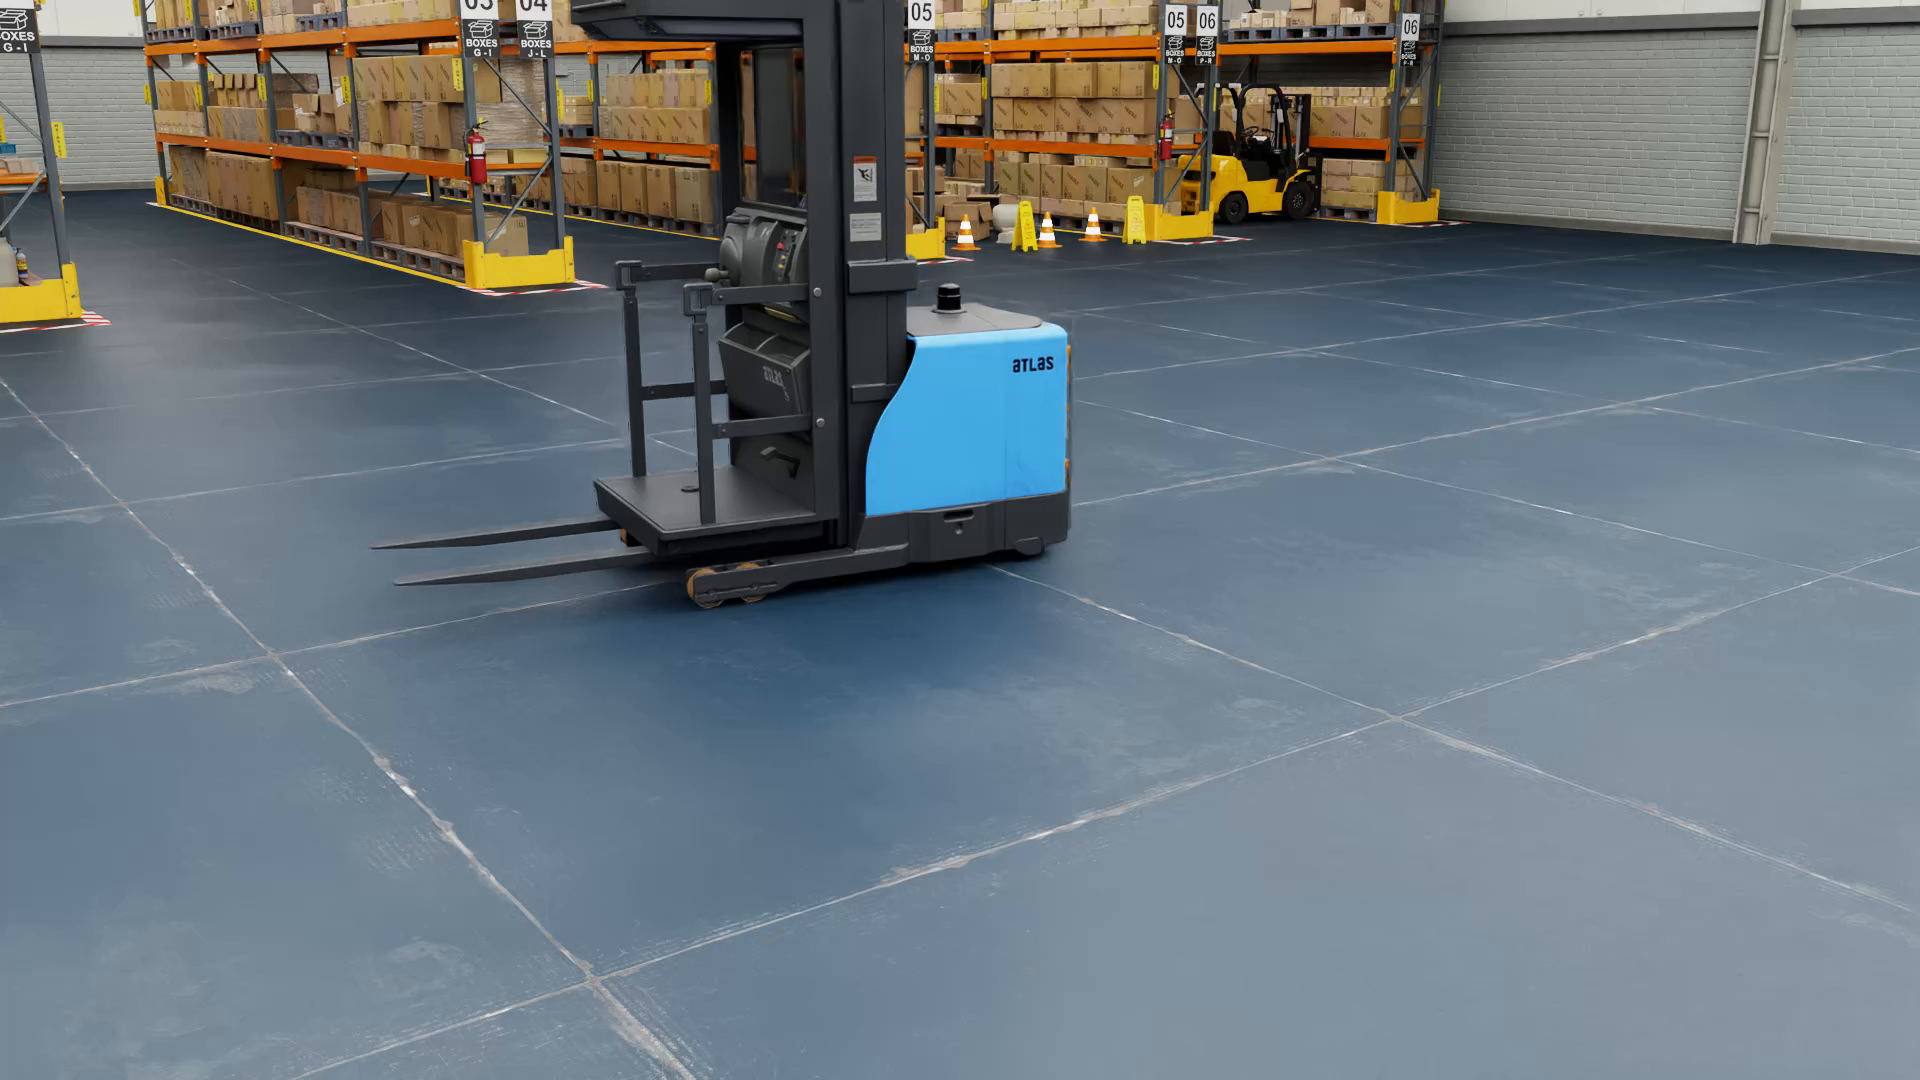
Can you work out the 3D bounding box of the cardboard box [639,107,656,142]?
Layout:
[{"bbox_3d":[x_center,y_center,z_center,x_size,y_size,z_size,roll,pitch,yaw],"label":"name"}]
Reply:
[{"bbox_3d":[-4.527,-6.318,25.288,0.500,0.500,0.500,-11,19,-35],"label":"cardboard box"}]

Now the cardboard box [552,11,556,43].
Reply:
[{"bbox_3d":[-6.597,-8.520,27.650,0.500,0.500,0.500,-11,19,-35],"label":"cardboard box"}]

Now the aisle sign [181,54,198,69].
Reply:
[{"bbox_3d":[-14.036,-9.006,30.373,0.394,0.787,0.004,-11,19,-35],"label":"aisle sign"}]

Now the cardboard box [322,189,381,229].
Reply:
[{"bbox_3d":[-8.447,-4.612,23.145,0.700,0.500,0.500,-9,18,-30],"label":"cardboard box"}]

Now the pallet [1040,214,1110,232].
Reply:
[{"bbox_3d":[1.980,-4.922,25.660,1.003,0.211,1.213,-11,19,-35],"label":"pallet"}]

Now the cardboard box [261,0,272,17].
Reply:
[{"bbox_3d":[-9.464,-7.577,23.261,0.500,0.500,0.500,-11,19,-34],"label":"cardboard box"}]

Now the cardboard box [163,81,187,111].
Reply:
[{"bbox_3d":[-13.569,-7.762,29.053,0.500,0.500,0.500,-11,19,-36],"label":"cardboard box"}]

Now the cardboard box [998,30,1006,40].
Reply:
[{"bbox_3d":[0.820,-7.886,25.999,0.380,0.149,0.250,-11,19,-35],"label":"cardboard box"}]

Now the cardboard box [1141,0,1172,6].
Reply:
[{"bbox_3d":[2.750,-7.548,23.256,0.380,0.149,0.250,-11,19,-34],"label":"cardboard box"}]

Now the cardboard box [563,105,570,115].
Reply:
[{"bbox_3d":[-6.278,-7.046,27.256,0.380,0.149,0.250,-10,18,-32],"label":"cardboard box"}]

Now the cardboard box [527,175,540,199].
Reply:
[{"bbox_3d":[-7.280,-6.269,29.239,0.500,0.500,0.500,-10,18,-32],"label":"cardboard box"}]

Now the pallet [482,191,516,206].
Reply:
[{"bbox_3d":[-8.236,-6.377,30.976,1.003,0.211,1.213,-11,19,-35],"label":"pallet"}]

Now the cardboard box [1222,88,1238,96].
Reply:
[{"bbox_3d":[4.796,-7.827,29.011,0.380,0.149,0.250,-10,18,-33],"label":"cardboard box"}]

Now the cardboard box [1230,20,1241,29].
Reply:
[{"bbox_3d":[4.867,-8.870,28.612,0.380,0.149,0.250,-10,18,-33],"label":"cardboard box"}]

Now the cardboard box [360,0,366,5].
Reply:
[{"bbox_3d":[-7.027,-6.531,20.102,0.380,0.149,0.250,-12,19,-37],"label":"cardboard box"}]

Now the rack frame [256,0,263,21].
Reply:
[{"bbox_3d":[-9.532,-8.875,23.457,1.000,3.000,0.127,-11,19,-35],"label":"rack frame"}]

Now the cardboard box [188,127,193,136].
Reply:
[{"bbox_3d":[-12.782,-6.894,28.057,0.380,0.149,0.250,-10,18,-34],"label":"cardboard box"}]

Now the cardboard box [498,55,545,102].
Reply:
[{"bbox_3d":[-4.932,-5.107,18.406,0.500,0.500,0.500,-11,19,-35],"label":"cardboard box"}]

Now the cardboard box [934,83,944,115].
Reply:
[{"bbox_3d":[-0.213,-7.340,27.663,0.500,0.500,0.500,-10,18,-33],"label":"cardboard box"}]

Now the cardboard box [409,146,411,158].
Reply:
[{"bbox_3d":[-6.221,-4.549,19.491,0.380,0.149,0.250,-11,19,-35],"label":"cardboard box"}]

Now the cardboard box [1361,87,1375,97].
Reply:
[{"bbox_3d":[6.649,-7.179,26.642,0.380,0.149,0.250,-11,19,-34],"label":"cardboard box"}]

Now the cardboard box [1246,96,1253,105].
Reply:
[{"bbox_3d":[5.152,-7.583,28.681,0.380,0.149,0.250,-11,19,-35],"label":"cardboard box"}]

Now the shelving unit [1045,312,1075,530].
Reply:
[{"bbox_3d":[0.403,-0.576,8.193,0.215,1.050,0.252,-8,17,-27],"label":"shelving unit"}]

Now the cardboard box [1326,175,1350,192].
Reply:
[{"bbox_3d":[6.375,-5.864,27.287,0.500,0.250,0.500,-11,19,-35],"label":"cardboard box"}]

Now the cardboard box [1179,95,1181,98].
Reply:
[{"bbox_3d":[3.938,-7.985,30.150,0.380,0.149,0.250,-12,19,-36],"label":"cardboard box"}]

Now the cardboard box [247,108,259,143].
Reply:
[{"bbox_3d":[-10.311,-6.204,24.872,0.500,0.500,0.500,-11,19,-35],"label":"cardboard box"}]

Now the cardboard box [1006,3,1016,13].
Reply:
[{"bbox_3d":[0.933,-8.207,25.663,0.380,0.149,0.250,-10,18,-33],"label":"cardboard box"}]

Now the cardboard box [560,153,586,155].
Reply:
[{"bbox_3d":[-6.879,-6.711,29.433,0.500,0.250,0.500,-10,18,-32],"label":"cardboard box"}]

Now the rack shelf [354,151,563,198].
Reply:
[{"bbox_3d":[-6.005,-4.353,19.663,1.077,0.370,4.000,-11,19,-35],"label":"rack shelf"}]

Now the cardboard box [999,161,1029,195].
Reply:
[{"bbox_3d":[0.964,-5.736,26.343,0.500,0.500,0.500,-10,18,-32],"label":"cardboard box"}]

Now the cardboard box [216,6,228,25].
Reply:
[{"bbox_3d":[-11.312,-8.194,26.023,0.500,0.311,0.500,-12,19,-36],"label":"cardboard box"}]

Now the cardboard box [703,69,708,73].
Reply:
[{"bbox_3d":[-5.007,-9.516,33.852,0.380,0.149,0.250,-11,19,-36],"label":"cardboard box"}]

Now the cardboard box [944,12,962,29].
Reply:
[{"bbox_3d":[0.081,-8.454,27.088,0.500,0.250,0.500,-11,19,-34],"label":"cardboard box"}]

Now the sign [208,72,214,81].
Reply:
[{"bbox_3d":[-13.789,-8.444,30.603,0.100,0.325,0.005,-11,19,-35],"label":"sign"}]

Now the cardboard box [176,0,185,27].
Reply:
[{"bbox_3d":[-12.706,-8.855,27.890,0.700,0.500,0.500,-10,18,-32],"label":"cardboard box"}]

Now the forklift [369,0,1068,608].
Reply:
[{"bbox_3d":[-1.045,-1.284,7.214,3.031,2.935,1.130,-8,17,-26],"label":"forklift"}]

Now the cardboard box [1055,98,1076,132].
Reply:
[{"bbox_3d":[1.781,-6.403,25.034,0.500,0.500,0.500,-11,19,-34],"label":"cardboard box"}]

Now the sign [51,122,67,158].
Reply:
[{"bbox_3d":[-8.387,-3.722,15.470,0.100,0.325,0.005,-11,19,-35],"label":"sign"}]

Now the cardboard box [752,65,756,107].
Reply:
[{"bbox_3d":[-2.296,-6.149,22.530,0.875,0.550,0.550,-11,19,-35],"label":"cardboard box"}]

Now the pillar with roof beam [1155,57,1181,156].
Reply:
[{"bbox_3d":[0.510,-10.378,28.947,9.100,9.000,0.400,-11,19,-35],"label":"pillar with roof beam"}]

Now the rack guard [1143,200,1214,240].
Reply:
[{"bbox_3d":[3.143,-4.622,24.017,1.175,0.500,0.348,-11,19,-35],"label":"rack guard"}]

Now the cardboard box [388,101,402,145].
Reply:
[{"bbox_3d":[-6.325,-5.010,19.946,0.875,0.500,0.500,-11,19,-35],"label":"cardboard box"}]

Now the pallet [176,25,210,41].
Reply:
[{"bbox_3d":[-12.357,-8.416,27.630,1.003,0.211,1.213,-11,19,-35],"label":"pallet"}]

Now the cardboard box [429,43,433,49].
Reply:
[{"bbox_3d":[-10.108,-9.677,32.353,0.500,0.250,0.500,-10,18,-33],"label":"cardboard box"}]

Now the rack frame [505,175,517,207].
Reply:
[{"bbox_3d":[-7.813,-7.584,30.104,1.000,3.000,0.127,-11,19,-35],"label":"rack frame"}]

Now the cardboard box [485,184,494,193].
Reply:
[{"bbox_3d":[-8.612,-6.557,30.957,0.380,0.149,0.250,-12,19,-36],"label":"cardboard box"}]

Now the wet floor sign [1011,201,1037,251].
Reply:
[{"bbox_3d":[0.861,-4.187,22.152,0.232,0.644,0.267,14,21,42],"label":"wet floor sign"}]

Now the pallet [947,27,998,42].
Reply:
[{"bbox_3d":[0.559,-8.170,26.919,1.213,0.211,1.003,-11,19,-35],"label":"pallet"}]

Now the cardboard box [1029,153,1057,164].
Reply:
[{"bbox_3d":[1.293,-5.903,25.726,0.380,0.149,0.250,-10,18,-32],"label":"cardboard box"}]

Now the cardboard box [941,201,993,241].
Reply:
[{"bbox_3d":[0.107,-4.590,23.892,0.637,0.503,0.797,4,16,13],"label":"cardboard box"}]

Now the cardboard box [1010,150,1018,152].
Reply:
[{"bbox_3d":[1.244,-7.954,34.168,0.380,0.149,0.250,-12,19,-37],"label":"cardboard box"}]

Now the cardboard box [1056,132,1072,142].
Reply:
[{"bbox_3d":[1.677,-6.103,25.170,0.380,0.149,0.250,-11,19,-35],"label":"cardboard box"}]

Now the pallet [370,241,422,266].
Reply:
[{"bbox_3d":[-6.757,-3.645,20.992,1.003,0.211,1.213,-11,19,-35],"label":"pallet"}]

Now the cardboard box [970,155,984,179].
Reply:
[{"bbox_3d":[0.568,-7.892,35.167,0.500,0.500,0.500,-11,19,-35],"label":"cardboard box"}]

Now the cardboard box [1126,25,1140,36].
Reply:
[{"bbox_3d":[2.579,-7.218,23.560,0.380,0.149,0.250,-11,19,-34],"label":"cardboard box"}]

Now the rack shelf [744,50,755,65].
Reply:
[{"bbox_3d":[-2.692,-9.047,31.128,1.077,0.370,4.000,-11,19,-35],"label":"rack shelf"}]
